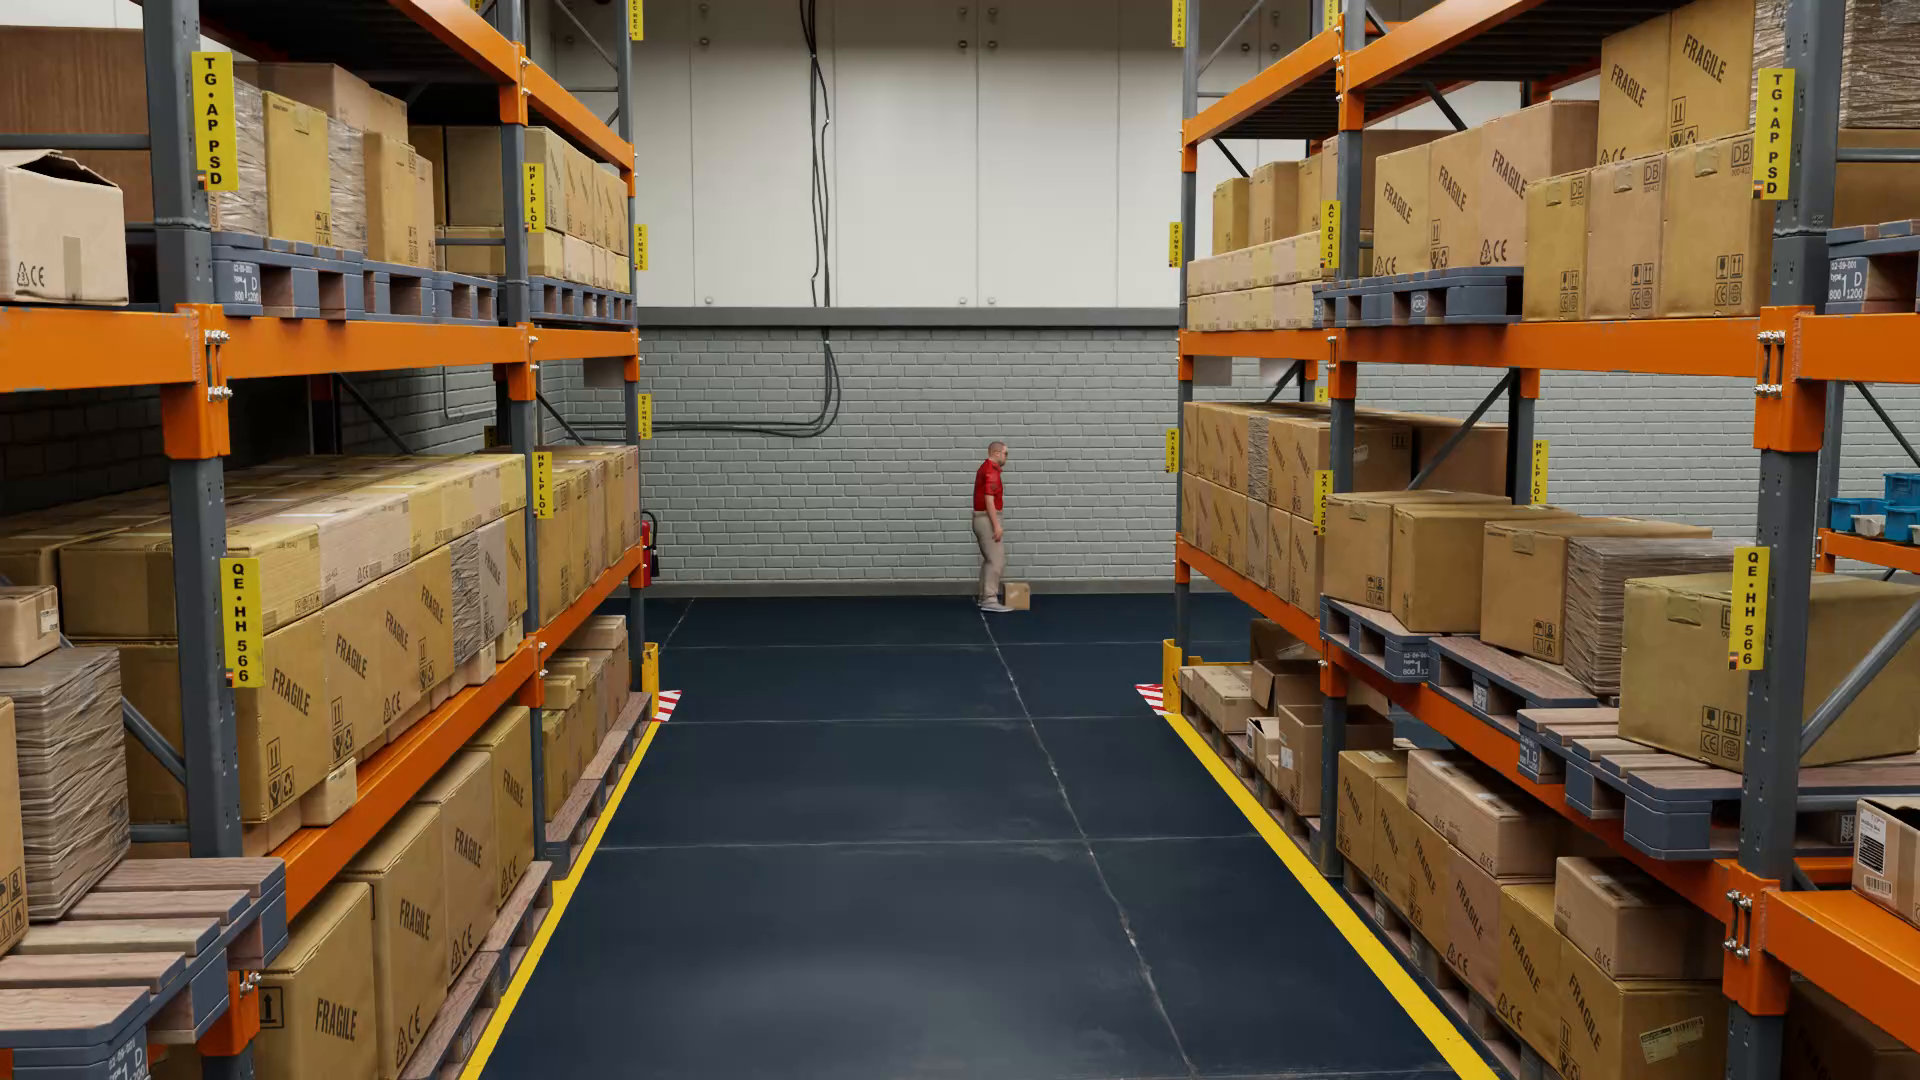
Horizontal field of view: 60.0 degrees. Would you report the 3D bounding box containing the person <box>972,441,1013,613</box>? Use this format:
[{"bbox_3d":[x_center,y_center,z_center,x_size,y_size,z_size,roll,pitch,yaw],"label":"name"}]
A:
[{"bbox_3d":[0.324,-0.147,17.037,0.392,1.725,0.580,-1,7,-6],"label":"person"}]
